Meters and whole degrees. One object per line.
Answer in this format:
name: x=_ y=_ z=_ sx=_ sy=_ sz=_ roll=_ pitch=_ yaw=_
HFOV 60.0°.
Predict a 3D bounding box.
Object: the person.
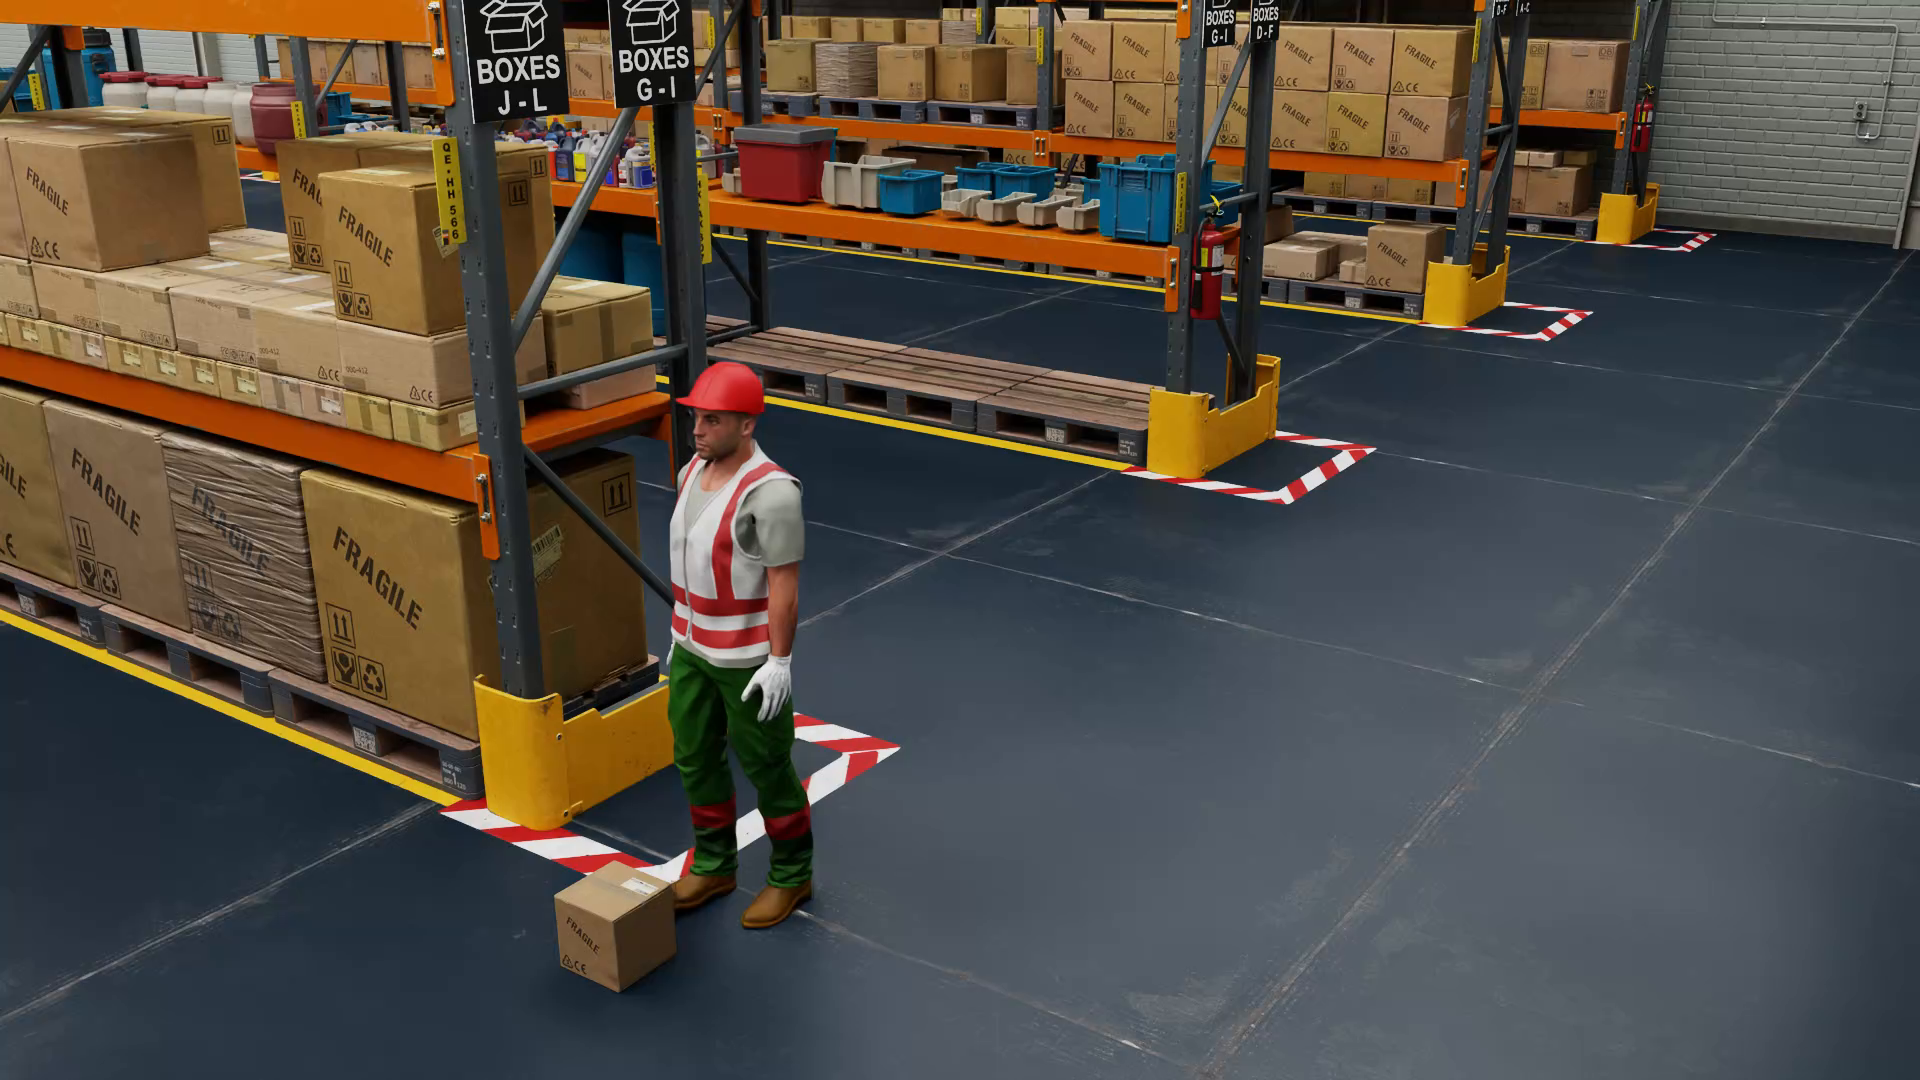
person: x=-0.719 y=0.342 z=5.082 sx=0.457 sy=1.796 sz=0.524 roll=-17 pitch=26 yaw=-40
